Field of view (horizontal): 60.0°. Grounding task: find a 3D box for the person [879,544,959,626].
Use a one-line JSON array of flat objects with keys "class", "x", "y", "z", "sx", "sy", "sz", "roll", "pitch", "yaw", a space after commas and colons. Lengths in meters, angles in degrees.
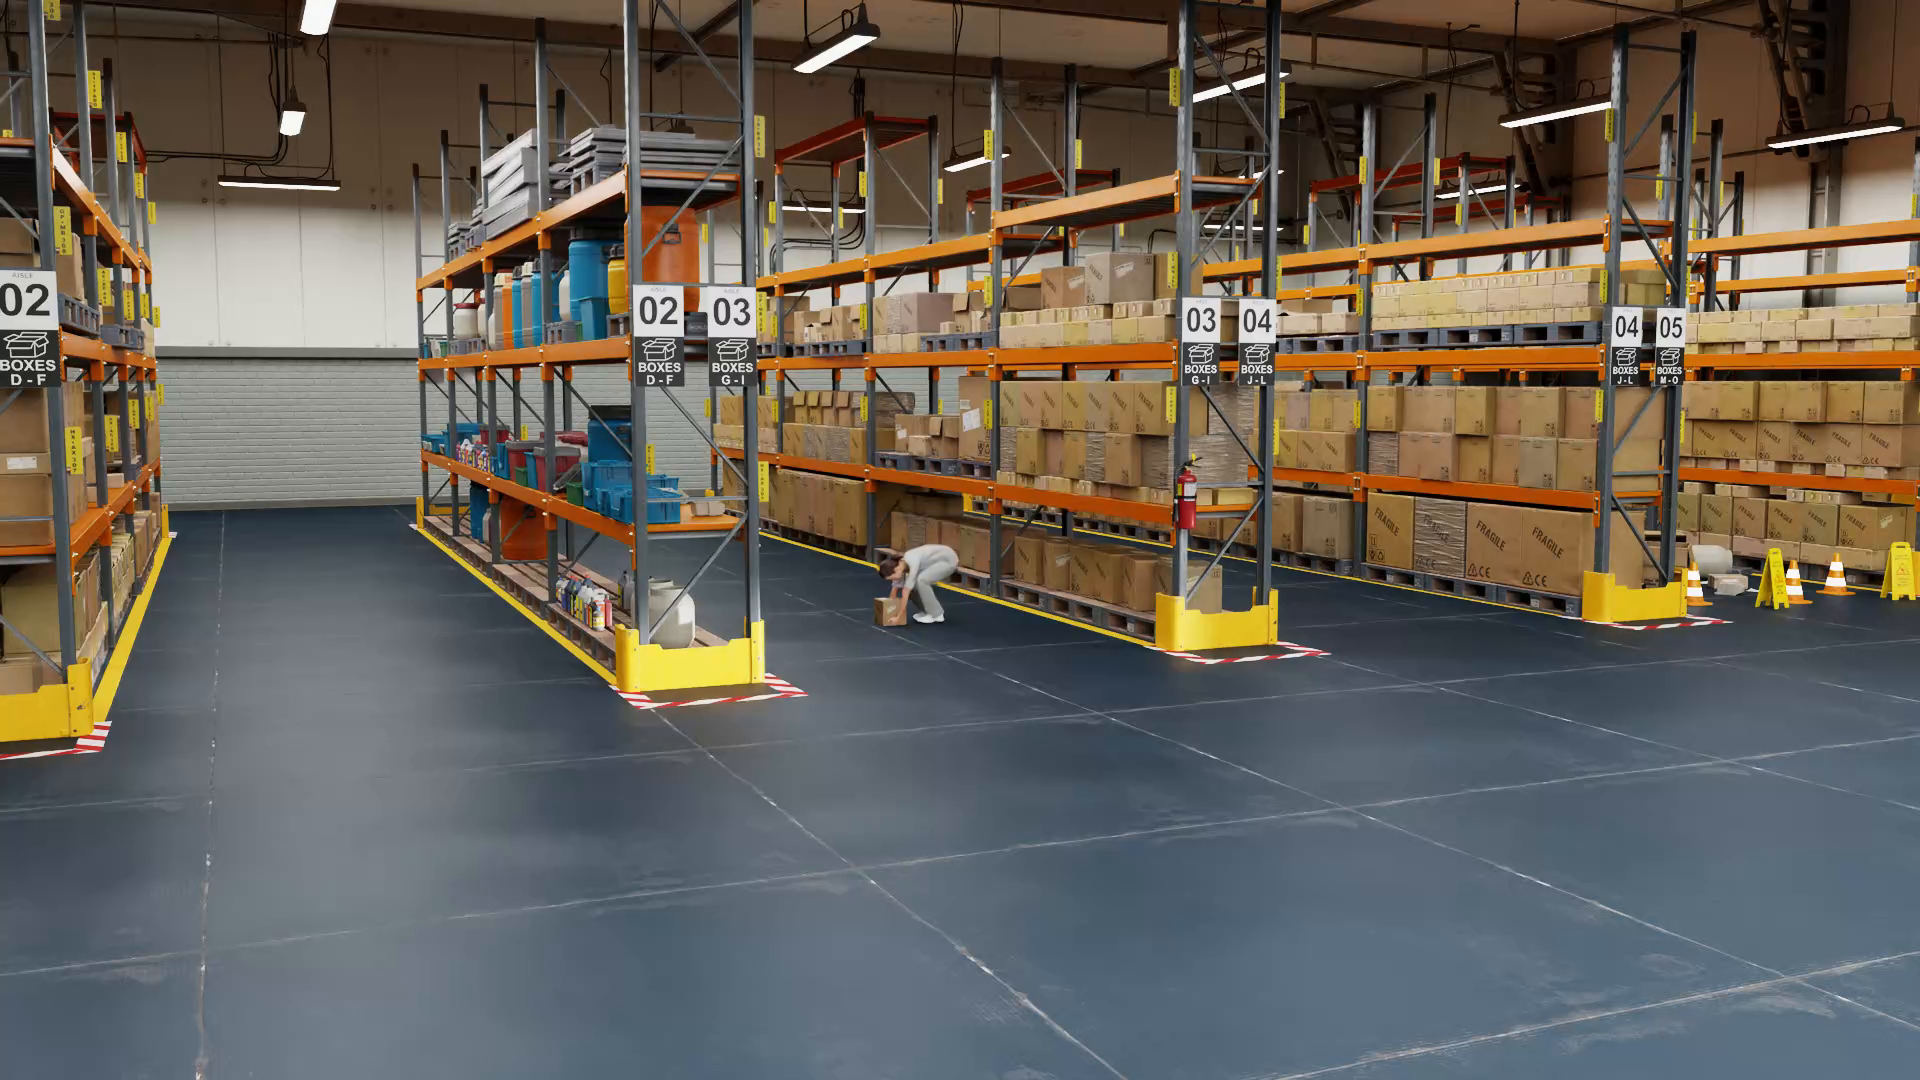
[{"class": "person", "x": -0.429, "y": 0.456, "z": 16.962, "sx": 0.863, "sy": 0.808, "sz": 0.461, "roll": -3, "pitch": 6, "yaw": -26}]
